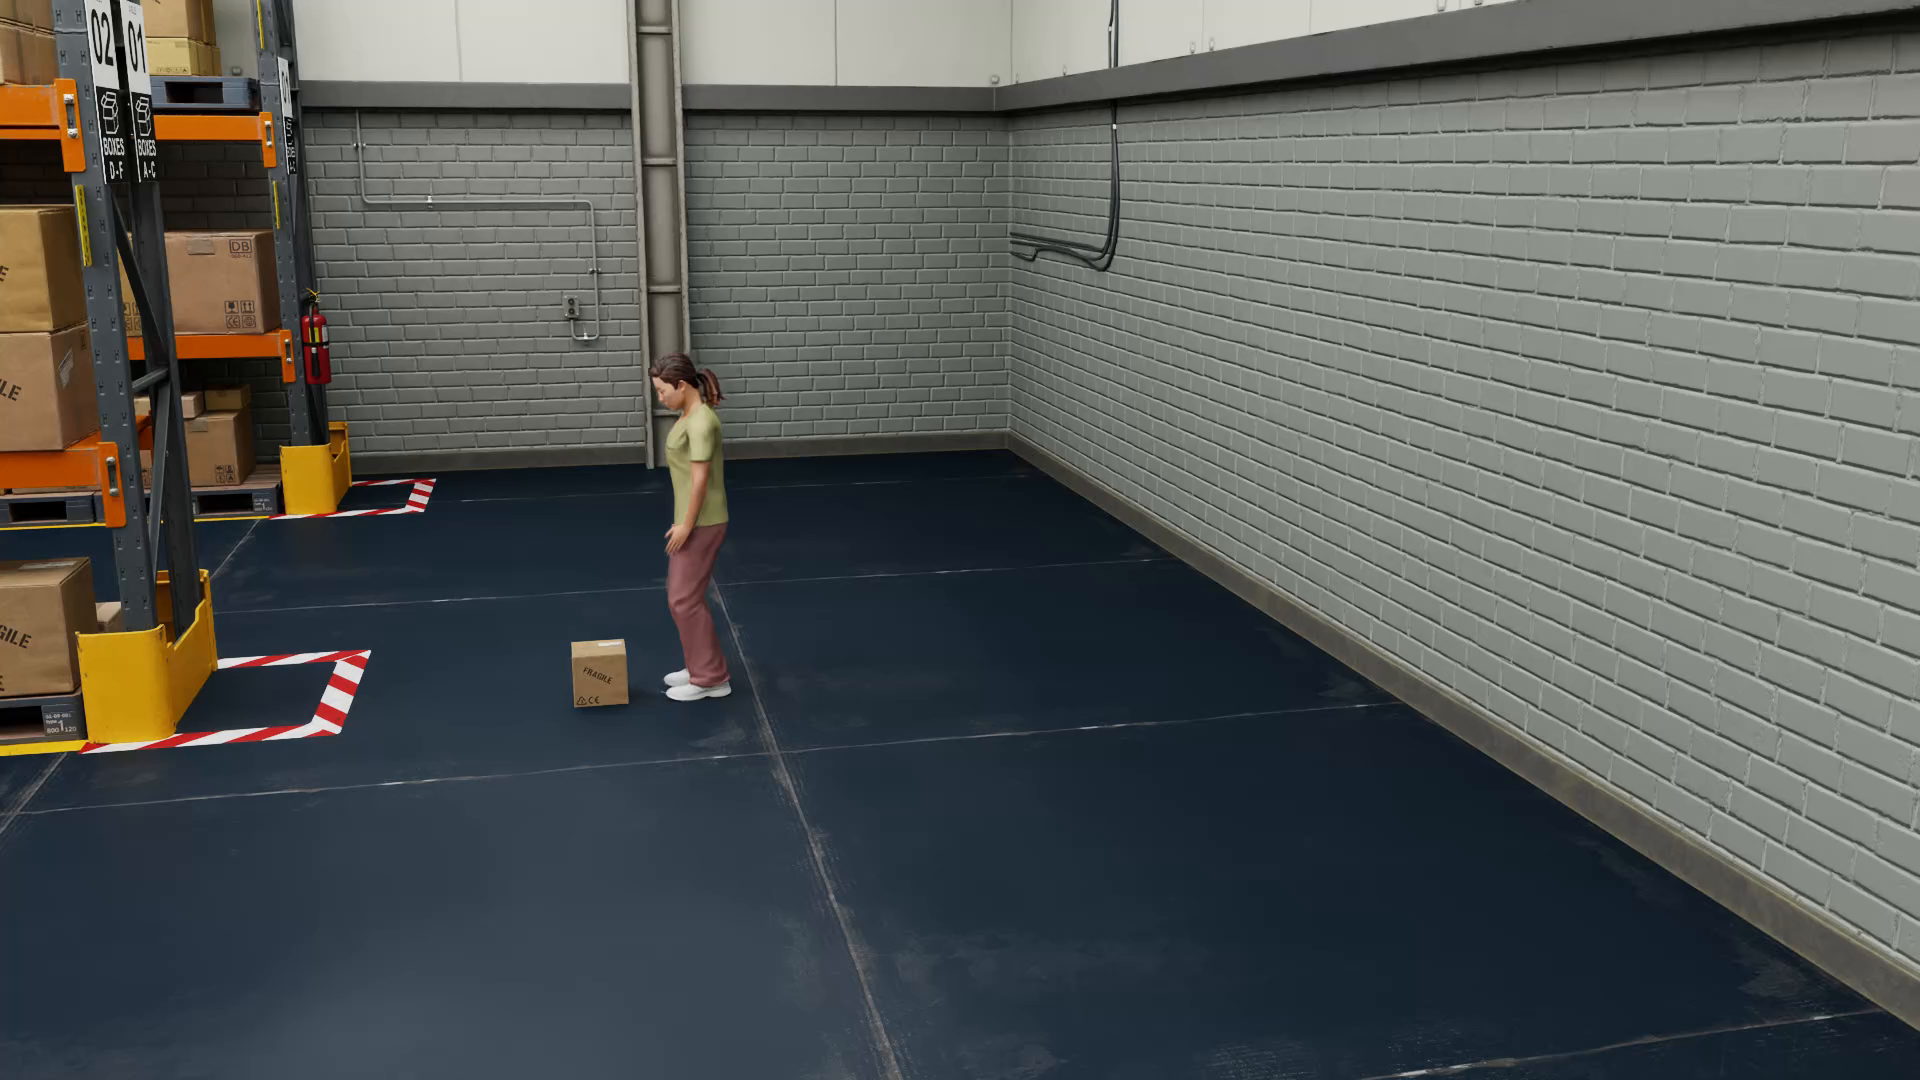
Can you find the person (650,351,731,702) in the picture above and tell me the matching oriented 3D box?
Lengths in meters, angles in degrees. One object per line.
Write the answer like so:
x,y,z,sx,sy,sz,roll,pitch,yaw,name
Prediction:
-1.259,-0.049,7.847,0.339,1.618,0.460,-3,13,-12,person
